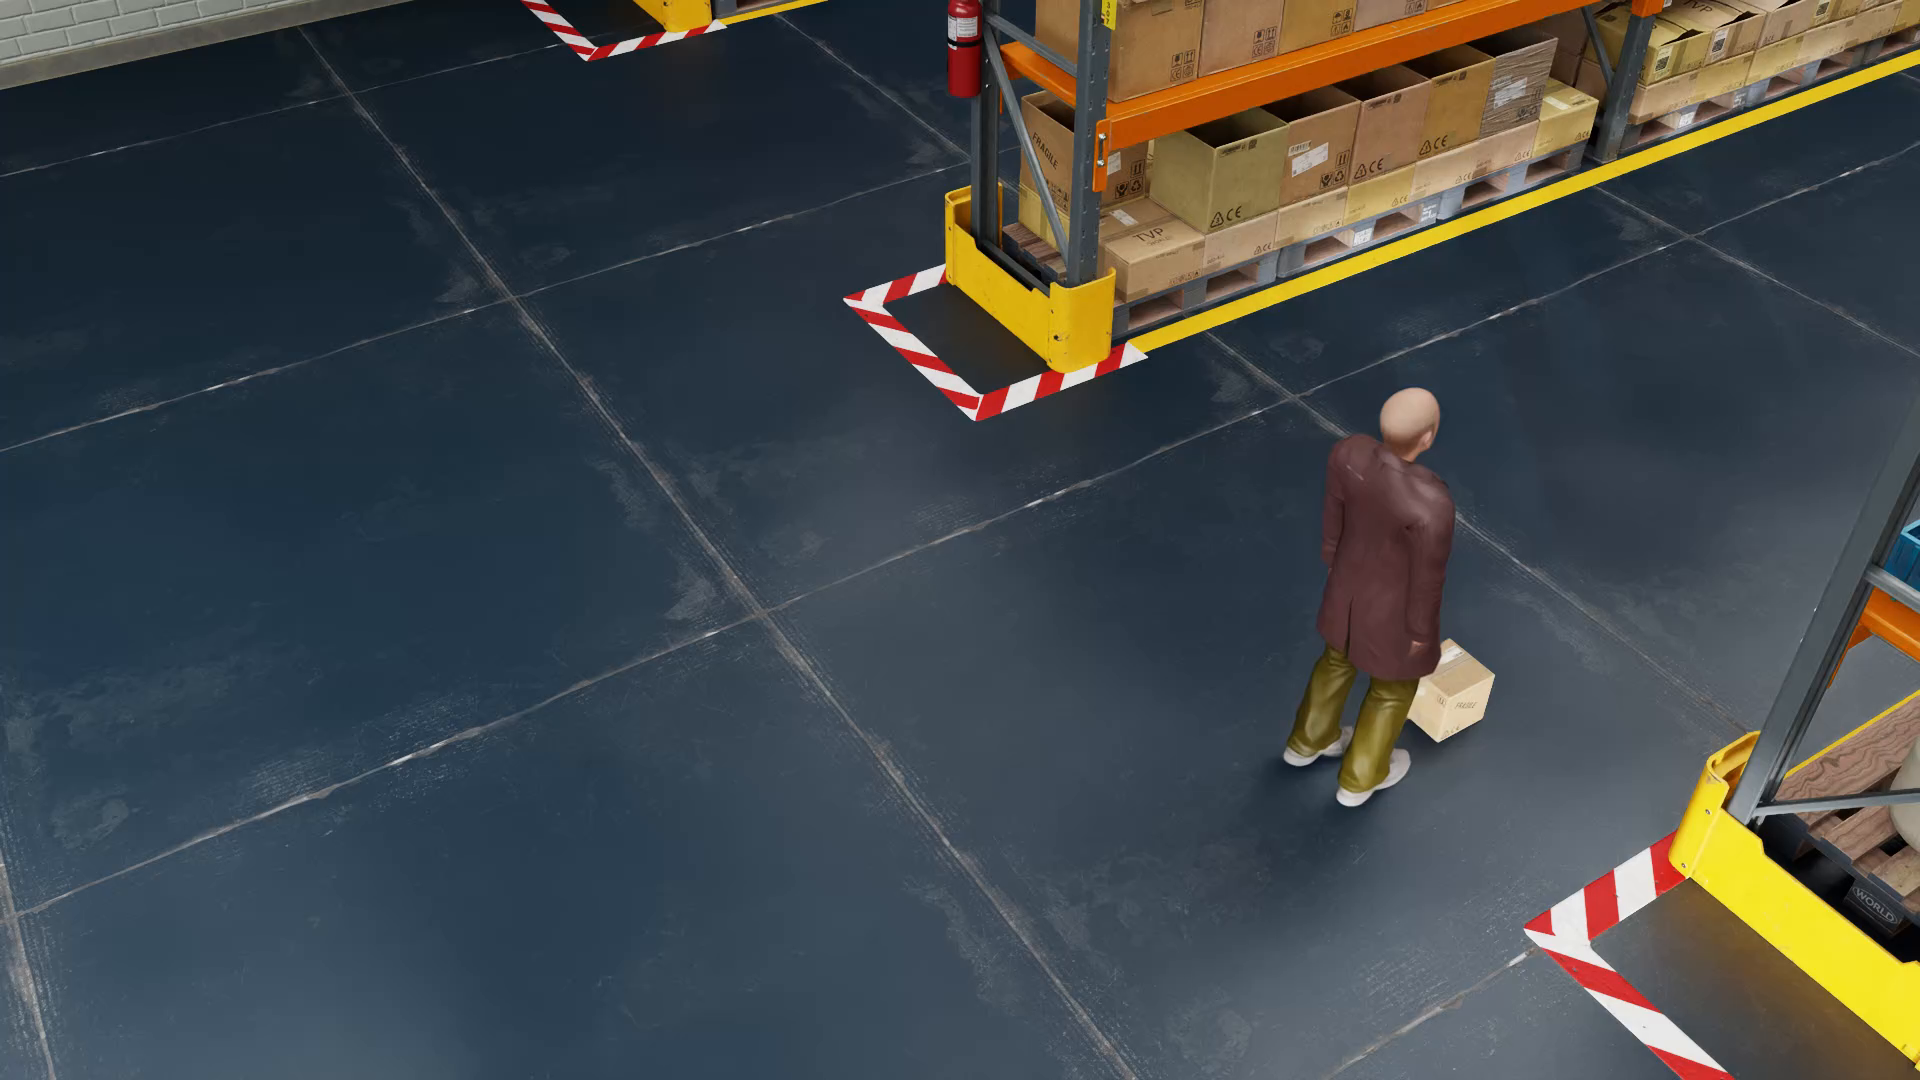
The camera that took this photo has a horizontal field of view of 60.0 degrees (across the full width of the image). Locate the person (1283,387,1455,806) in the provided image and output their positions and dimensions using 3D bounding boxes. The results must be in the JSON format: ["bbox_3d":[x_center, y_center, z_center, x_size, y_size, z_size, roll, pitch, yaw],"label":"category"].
[{"bbox_3d":[1.504,0.193,5.949,0.418,1.783,0.561,-22,45,-23],"label":"person"}]
